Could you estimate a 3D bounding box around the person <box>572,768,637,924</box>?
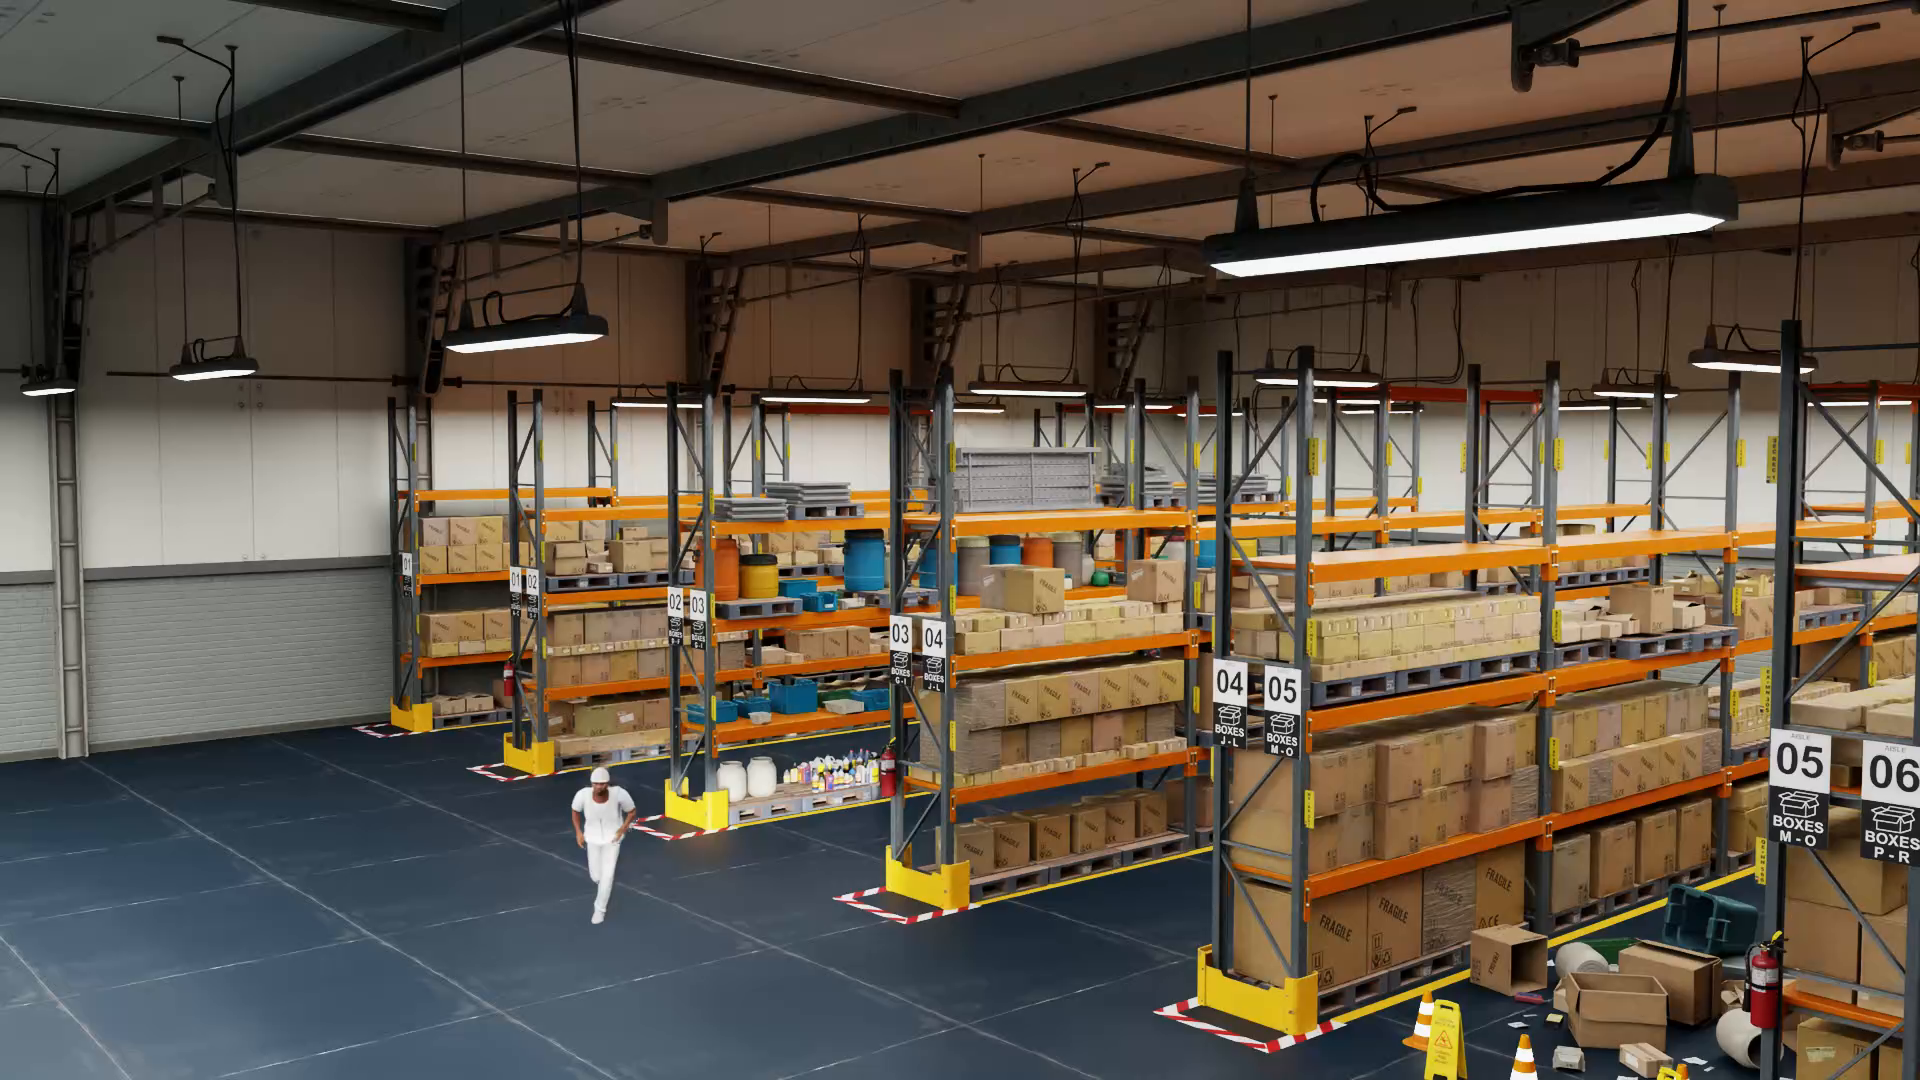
[{"bbox_3d":[-3.875,3.282,18.140,0.698,1.700,0.881,-1,3,-9],"label":"person"}]
